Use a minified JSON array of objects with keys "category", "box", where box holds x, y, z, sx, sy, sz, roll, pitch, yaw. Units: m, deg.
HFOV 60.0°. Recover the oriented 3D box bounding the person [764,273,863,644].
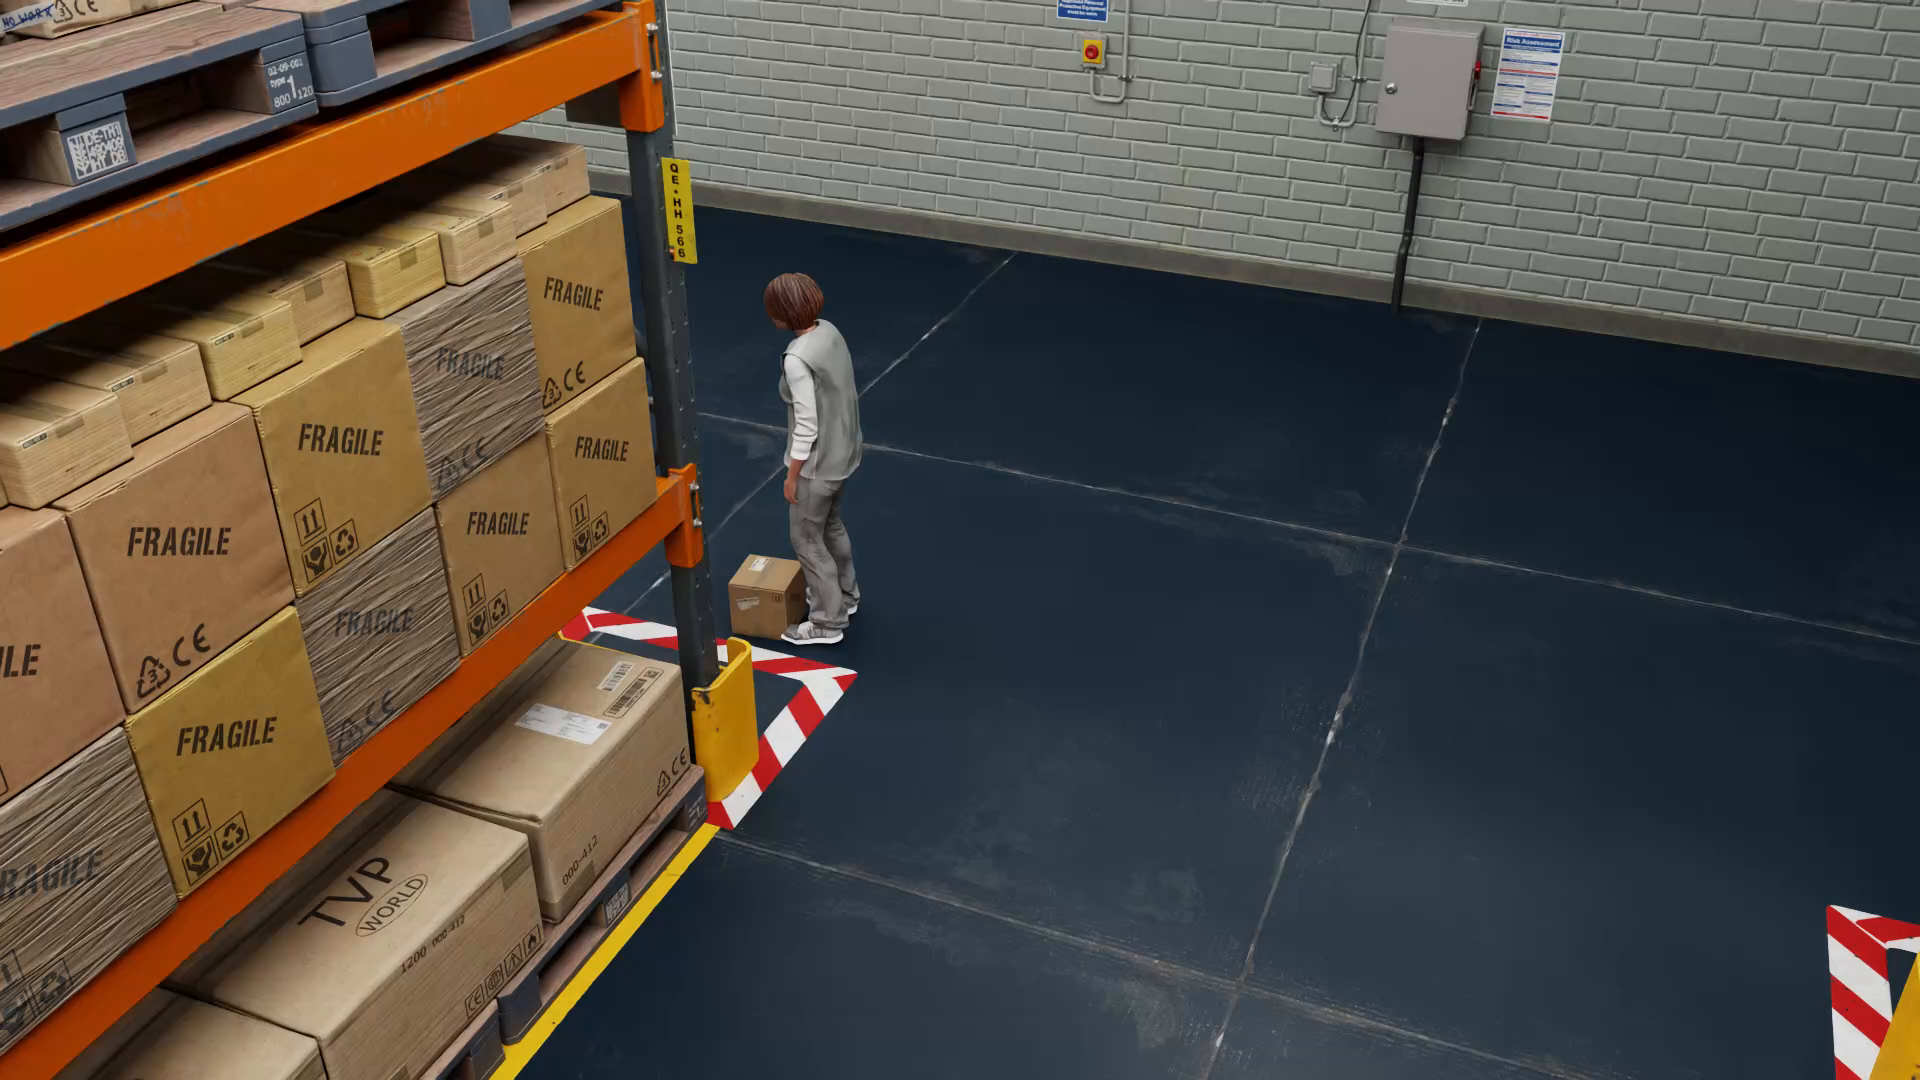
[{"category":"person","box":[-0.572,-0.315,6.685,0.343,1.592,0.462,8,31,14]}]
